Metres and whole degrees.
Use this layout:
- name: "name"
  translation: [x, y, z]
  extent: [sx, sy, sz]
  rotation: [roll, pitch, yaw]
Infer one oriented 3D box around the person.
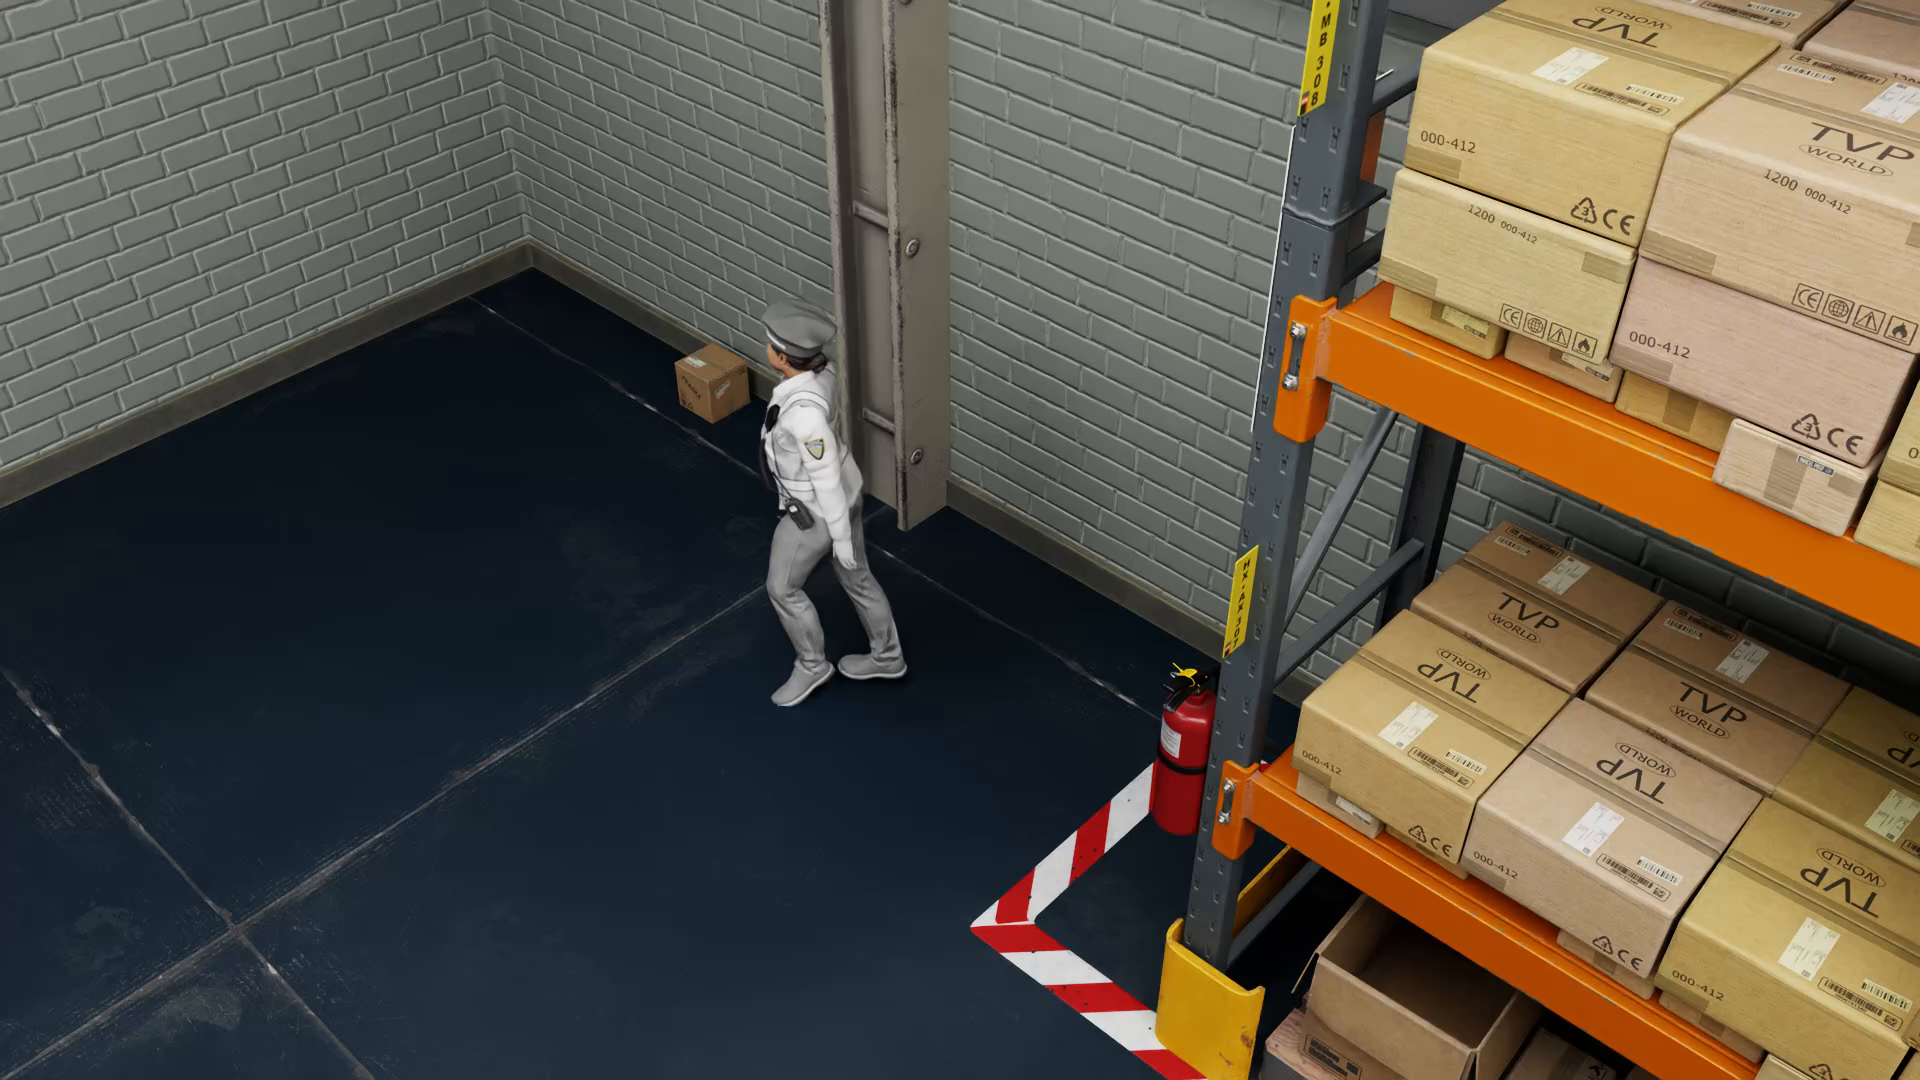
- name: "person"
  translation: [-0.465, -0.112, 6.293]
  extent: [0.528, 1.723, 0.529]
  rotation: [8, 40, 9]
